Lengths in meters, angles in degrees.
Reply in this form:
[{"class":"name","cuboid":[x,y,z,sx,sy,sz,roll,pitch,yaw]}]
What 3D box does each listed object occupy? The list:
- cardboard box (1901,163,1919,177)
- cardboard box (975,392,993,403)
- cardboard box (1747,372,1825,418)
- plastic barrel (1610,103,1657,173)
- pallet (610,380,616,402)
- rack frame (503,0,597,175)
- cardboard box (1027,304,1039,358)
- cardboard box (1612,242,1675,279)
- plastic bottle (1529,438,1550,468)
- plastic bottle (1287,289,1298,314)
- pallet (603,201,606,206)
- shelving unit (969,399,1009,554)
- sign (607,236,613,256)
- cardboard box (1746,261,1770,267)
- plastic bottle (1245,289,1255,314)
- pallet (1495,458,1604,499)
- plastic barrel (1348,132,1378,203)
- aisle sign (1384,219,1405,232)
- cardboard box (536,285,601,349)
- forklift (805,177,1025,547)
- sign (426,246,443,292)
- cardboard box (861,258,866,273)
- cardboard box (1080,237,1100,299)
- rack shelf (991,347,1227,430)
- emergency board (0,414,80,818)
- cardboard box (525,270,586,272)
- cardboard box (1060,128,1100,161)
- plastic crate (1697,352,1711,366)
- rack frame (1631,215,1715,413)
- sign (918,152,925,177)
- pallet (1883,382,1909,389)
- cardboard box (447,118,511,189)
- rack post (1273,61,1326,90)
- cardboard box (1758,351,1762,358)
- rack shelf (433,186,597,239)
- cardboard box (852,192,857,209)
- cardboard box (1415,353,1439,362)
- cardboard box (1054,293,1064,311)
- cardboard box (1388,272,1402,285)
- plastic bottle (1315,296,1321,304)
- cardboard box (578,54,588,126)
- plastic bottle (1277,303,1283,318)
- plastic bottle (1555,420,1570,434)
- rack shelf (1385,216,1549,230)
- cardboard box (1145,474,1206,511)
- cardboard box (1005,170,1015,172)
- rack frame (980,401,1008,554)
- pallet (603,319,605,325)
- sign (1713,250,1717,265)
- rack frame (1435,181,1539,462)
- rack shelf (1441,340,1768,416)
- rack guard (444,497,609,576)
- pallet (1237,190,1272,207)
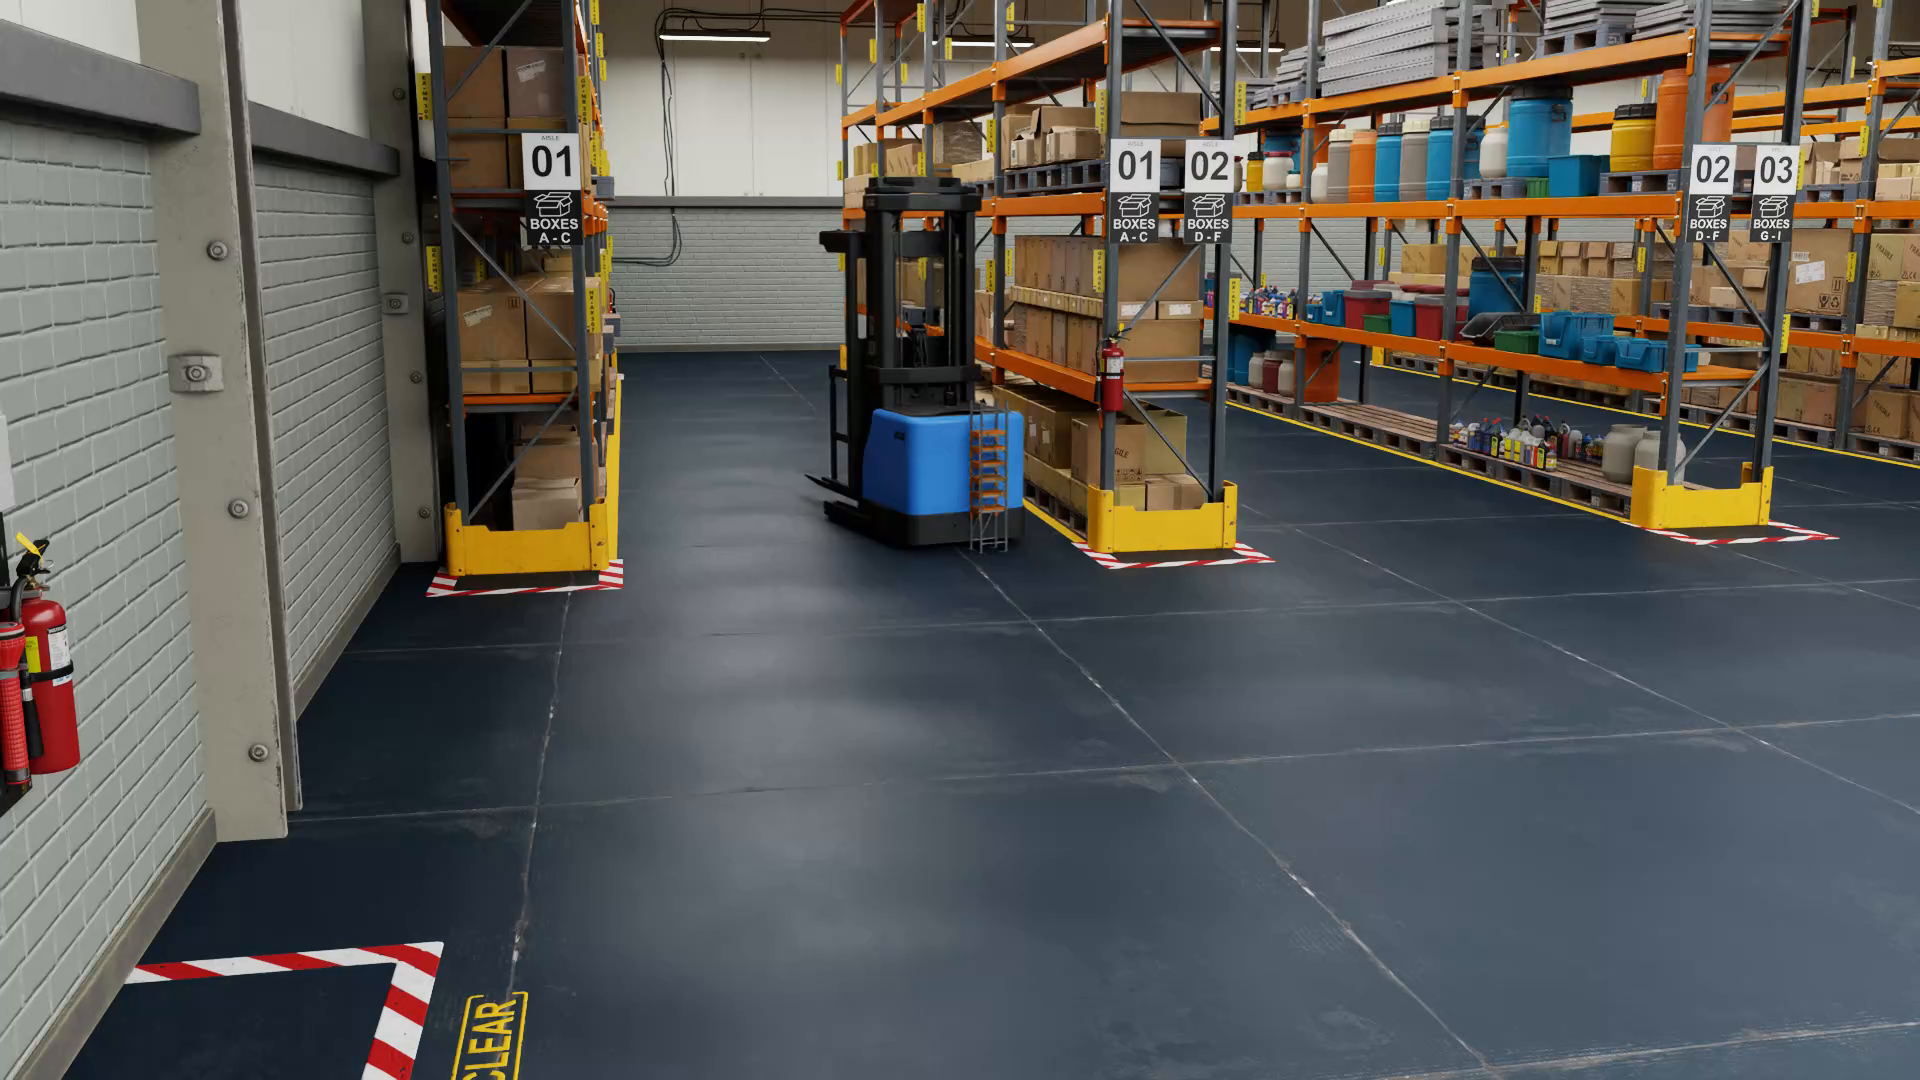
[{"class":"cardboard box","cuboid":[10.441,-3.997,17.988,0.380,0.149,0.250,-3,11,-14]},{"class":"cardboard box","cuboid":[0.376,-1.449,18.020,0.500,0.311,0.500,-2,11,-9]},{"class":"cardboard box","cuboid":[10.279,-1.811,20.698,0.700,0.500,0.500,-3,11,-16]},{"class":"plastic barrel","cuboid":[6.134,-3.582,14.844,0.600,0.588,0.600,0,11,0]},{"class":"pallet","cuboid":[-5.642,-2.218,24.786,1.003,0.211,1.213,-2,11,-11]},{"class":"rack frame","cuboid":[-4.793,-5.659,19.362,1.000,3.000,0.127,-2,11,-11]},{"class":"cardboard box","cuboid":[1.045,-2.031,16.076,0.700,0.500,0.500,-2,11,-12]},{"class":"cardboard box","cuboid":[9.657,-3.929,23.367,0.797,0.503,0.637,-2,11,-9]},{"class":"plastic bottle","cuboid":[5.671,-0.851,16.255,0.152,0.276,0.135,-2,11,-11]},{"class":"plastic bottle","cuboid":[4.738,-3.393,23.632,0.144,0.351,0.185,-2,11,-11]},{"class":"pallet","cuboid":[-6.194,-5.474,26.647,1.003,0.211,1.213,-2,11,-11]},{"class":"shelving unit","cuboid":[0.228,-0.500,13.116,0.258,1.200,0.189,-5,12,-24]},{"class":"sign","cuboid":[-5.814,-4.882,27.592,0.100,0.325,0.005,-2,11,-11]},{"class":"cardboard box","cuboid":[13.519,-4.422,27.842,0.500,0.500,0.500,-2,11,-11]},{"class":"plastic bottle","cuboid":[4.153,-3.405,23.698,0.144,0.351,0.185,-2,11,-11]},{"class":"pallet","cuboid":[6.033,-0.620,16.389,1.003,0.211,1.213,-2,11,-11]},{"class":"plastic barrel","cuboid":[4.999,-4.478,20.032,0.600,0.830,0.708,-2,11,-11]},{"class":"aisle sign","cuboid":[7.919,-5.999,30.240,0.394,0.787,0.004,-2,11,-11]},{"class":"cardboard box","cuboid":[-3.216,-1.834,13.651,0.500,0.500,0.500,-2,11,-13]},{"class":"forklift","cuboid":[-0.543,-1.617,14.352,1.130,2.935,3.031,-5,12,-24]},{"class":"sign","cuboid":[-3.785,-1.952,11.990,0.100,0.325,0.005,-2,11,-11]},{"class":"cardboard box","cuboid":[-1.265,-4.436,26.041,0.500,0.500,0.500,-2,11,-11]},{"class":"cardboard box","cuboid":[1.425,-2.304,14.043,0.700,0.500,0.500,-2,11,-12]},{"class":"rack shelf","cuboid":[1.232,-1.439,15.159,1.077,0.370,4.000,-2,11,-11]},{"class":"emergency board","cuboid":[-2.612,0.213,4.553,0.194,1.169,0.643,-2,11,-11]},{"class":"cardboard box","cuboid":[-4.692,-2.891,19.422,0.700,0.500,0.500,-3,11,-18]},{"class":"cardboard box","cuboid":[1.139,-3.302,13.905,0.500,0.250,0.500,-2,11,-11]},{"class":"plastic crate","cuboid":[6.622,-1.651,15.056,0.298,0.136,0.250,-2,11,-11]},{"class":"rack frame","cuboid":[9.783,-3.252,22.762,1.000,3.000,0.127,-2,11,-11]},{"class":"sign","cuboid":[-0.467,-4.601,20.443,0.100,0.325,0.005,-2,11,-11]},{"class":"pallet","cuboid":[14.518,-2.188,24.627,1.003,0.211,1.213,-2,11,-11]},{"class":"cardboard box","cuboid":[-3.567,-2.845,12.276,0.500,0.500,0.500,-1,11,-7]},{"class":"rack post","cuboid":[4.744,-6.114,21.952,0.954,0.300,0.937,-2,11,-11]},{"class":"cardboard box","cuboid":[13.517,-3.146,27.909,0.380,0.149,0.250,-2,11,-10]},{"class":"rack shelf","cuboid":[-3.626,-2.732,13.928,1.077,0.370,4.000,-2,11,-11]},{"class":"cardboard box","cuboid":[-1.457,-5.473,26.806,0.500,0.250,0.500,-2,11,-11]},{"class":"cardboard box","cuboid":[8.607,-3.601,29.152,0.875,0.875,0.875,-2,11,-11]},{"class":"cardboard box","cuboid":[1.056,-2.141,14.920,0.380,0.149,0.250,-2,11,-12]},{"class":"cardboard box","cuboid":[8.056,-4.694,29.943,0.500,0.250,0.500,-2,11,-13]},{"class":"plastic bottle","cuboid":[5.001,-3.274,23.220,0.097,0.271,0.097,0,11,0]},{"class":"cardboard box","cuboid":[-3.122,-3.442,12.740,0.500,0.500,0.500,-2,11,-12]},{"class":"plastic bottle","cuboid":[4.359,-3.115,22.574,0.097,0.201,0.097,0,11,0]},{"class":"plastic bottle","cuboid":[6.211,-1.051,17.106,0.144,0.351,0.185,-2,11,-11]},{"class":"rack shelf","cuboid":[8.616,-5.473,28.331,1.077,0.370,4.000,-2,11,-11]},{"class":"cardboard box","cuboid":[1.735,-0.388,13.941,0.500,0.250,0.500,-2,11,-11]},{"class":"cardboard box","cuboid":[0.733,-3.879,17.309,0.500,0.250,0.500,-1,11,-5]},{"class":"rack frame","cuboid":[0.266,-0.485,13.034,0.240,1.200,0.006,-5,12,-24]},{"class":"pallet","cuboid":[-4.368,-2.256,18.041,1.003,0.211,1.213,-2,11,-11]},{"class":"sign","cuboid":[10.314,-3.804,22.774,0.100,0.325,0.005,-2,11,-11]},{"class":"rack frame","cuboid":[5.703,-2.339,17.961,1.000,3.000,0.127,-2,11,-11]},{"class":"rack shelf","cuboid":[6.092,-1.618,16.102,1.077,0.370,4.000,-2,11,-11]},{"class":"rack guard","cuboid":[-3.252,-0.031,12.521,1.175,0.500,0.348,-2,11,-11]},{"class":"pallet","cuboid":[4.619,-4.839,23.579,1.003,0.211,1.213,-2,11,-11]}]
